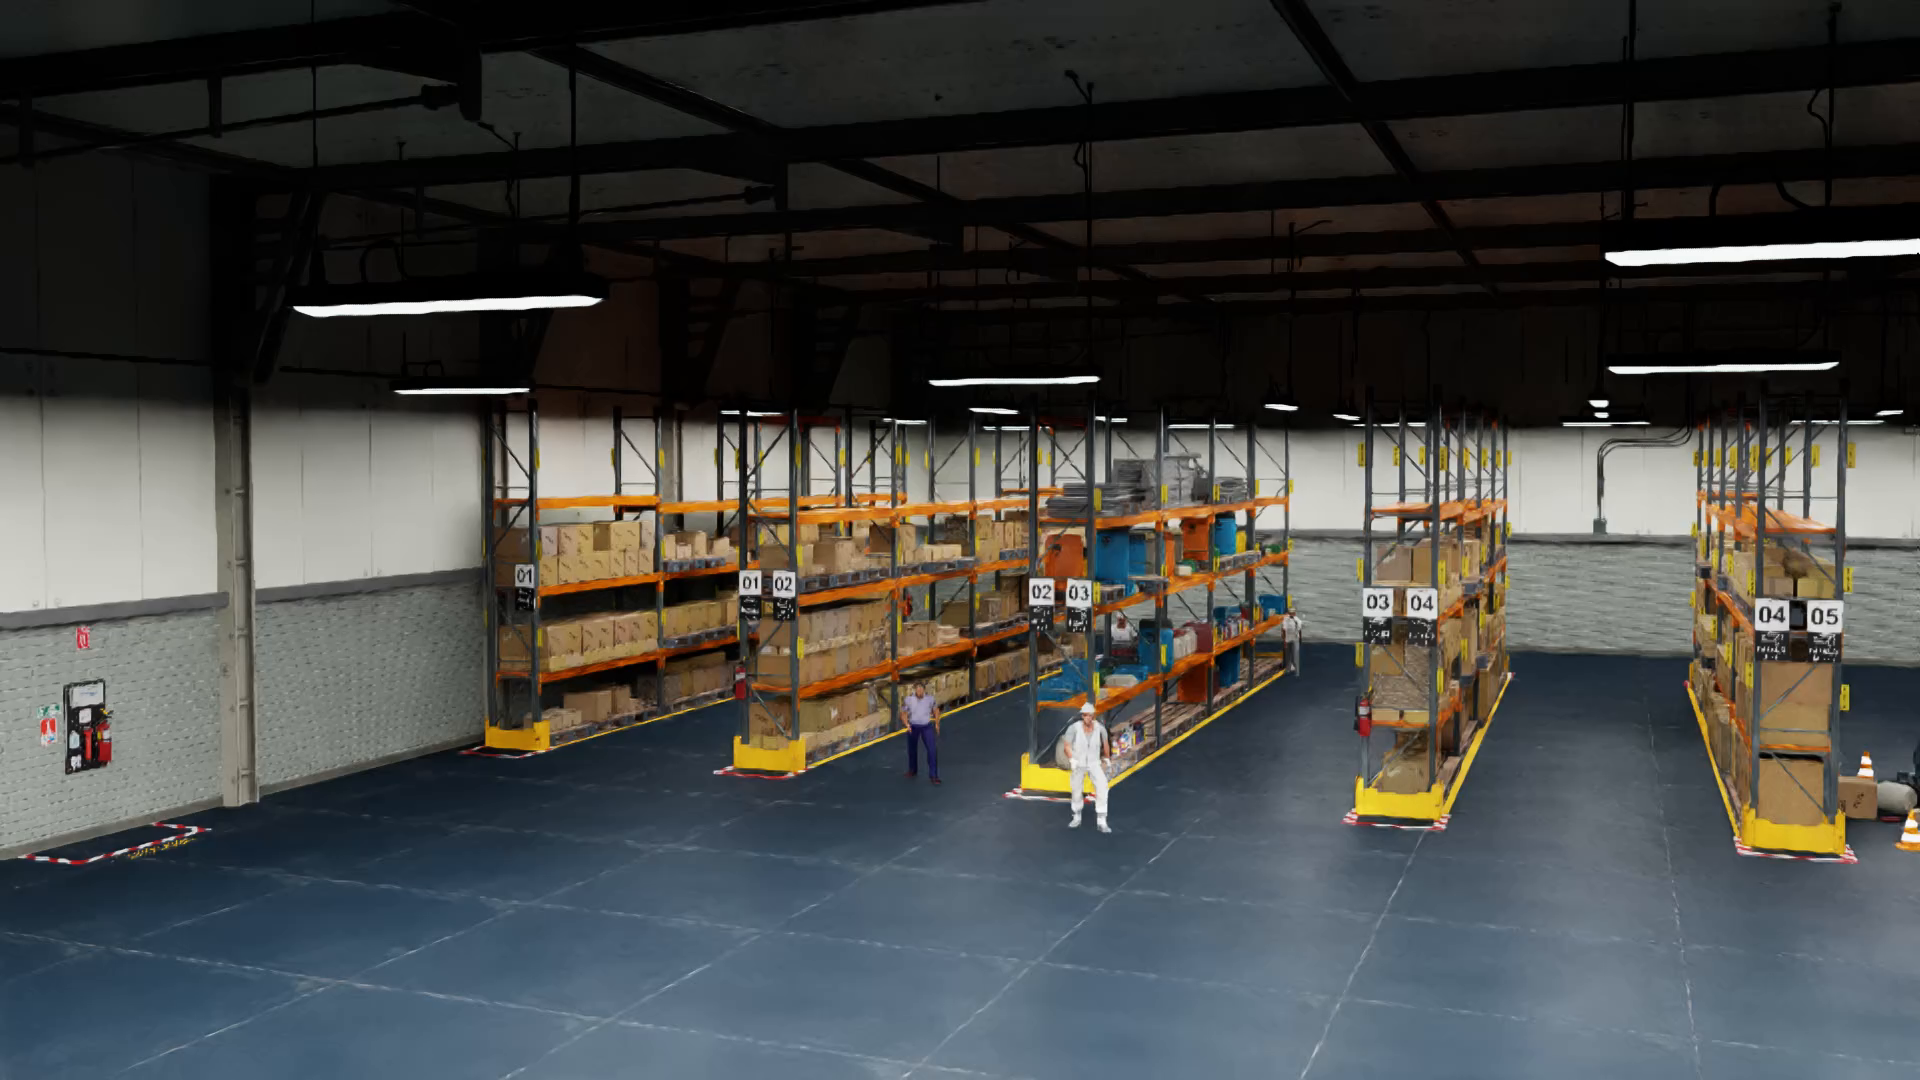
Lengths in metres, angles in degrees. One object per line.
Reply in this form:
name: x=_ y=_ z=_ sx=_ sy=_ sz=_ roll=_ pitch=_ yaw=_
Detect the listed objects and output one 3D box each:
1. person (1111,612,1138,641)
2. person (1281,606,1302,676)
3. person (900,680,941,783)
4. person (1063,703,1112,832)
person: x=3.510 y=2.381 z=35.942 sx=0.719 sy=1.714 sz=0.578 roll=1 pitch=3 yaw=19
person: x=7.626 y=2.298 z=38.254 sx=0.470 sy=1.595 sz=1.060 roll=1 pitch=3 yaw=12
person: x=-0.588 y=2.939 z=25.783 sx=0.656 sy=1.567 sz=0.818 roll=0 pitch=3 yaw=5
person: x=1.712 y=3.028 z=22.305 sx=0.673 sy=1.731 sz=0.751 roll=0 pitch=3 yaw=0
